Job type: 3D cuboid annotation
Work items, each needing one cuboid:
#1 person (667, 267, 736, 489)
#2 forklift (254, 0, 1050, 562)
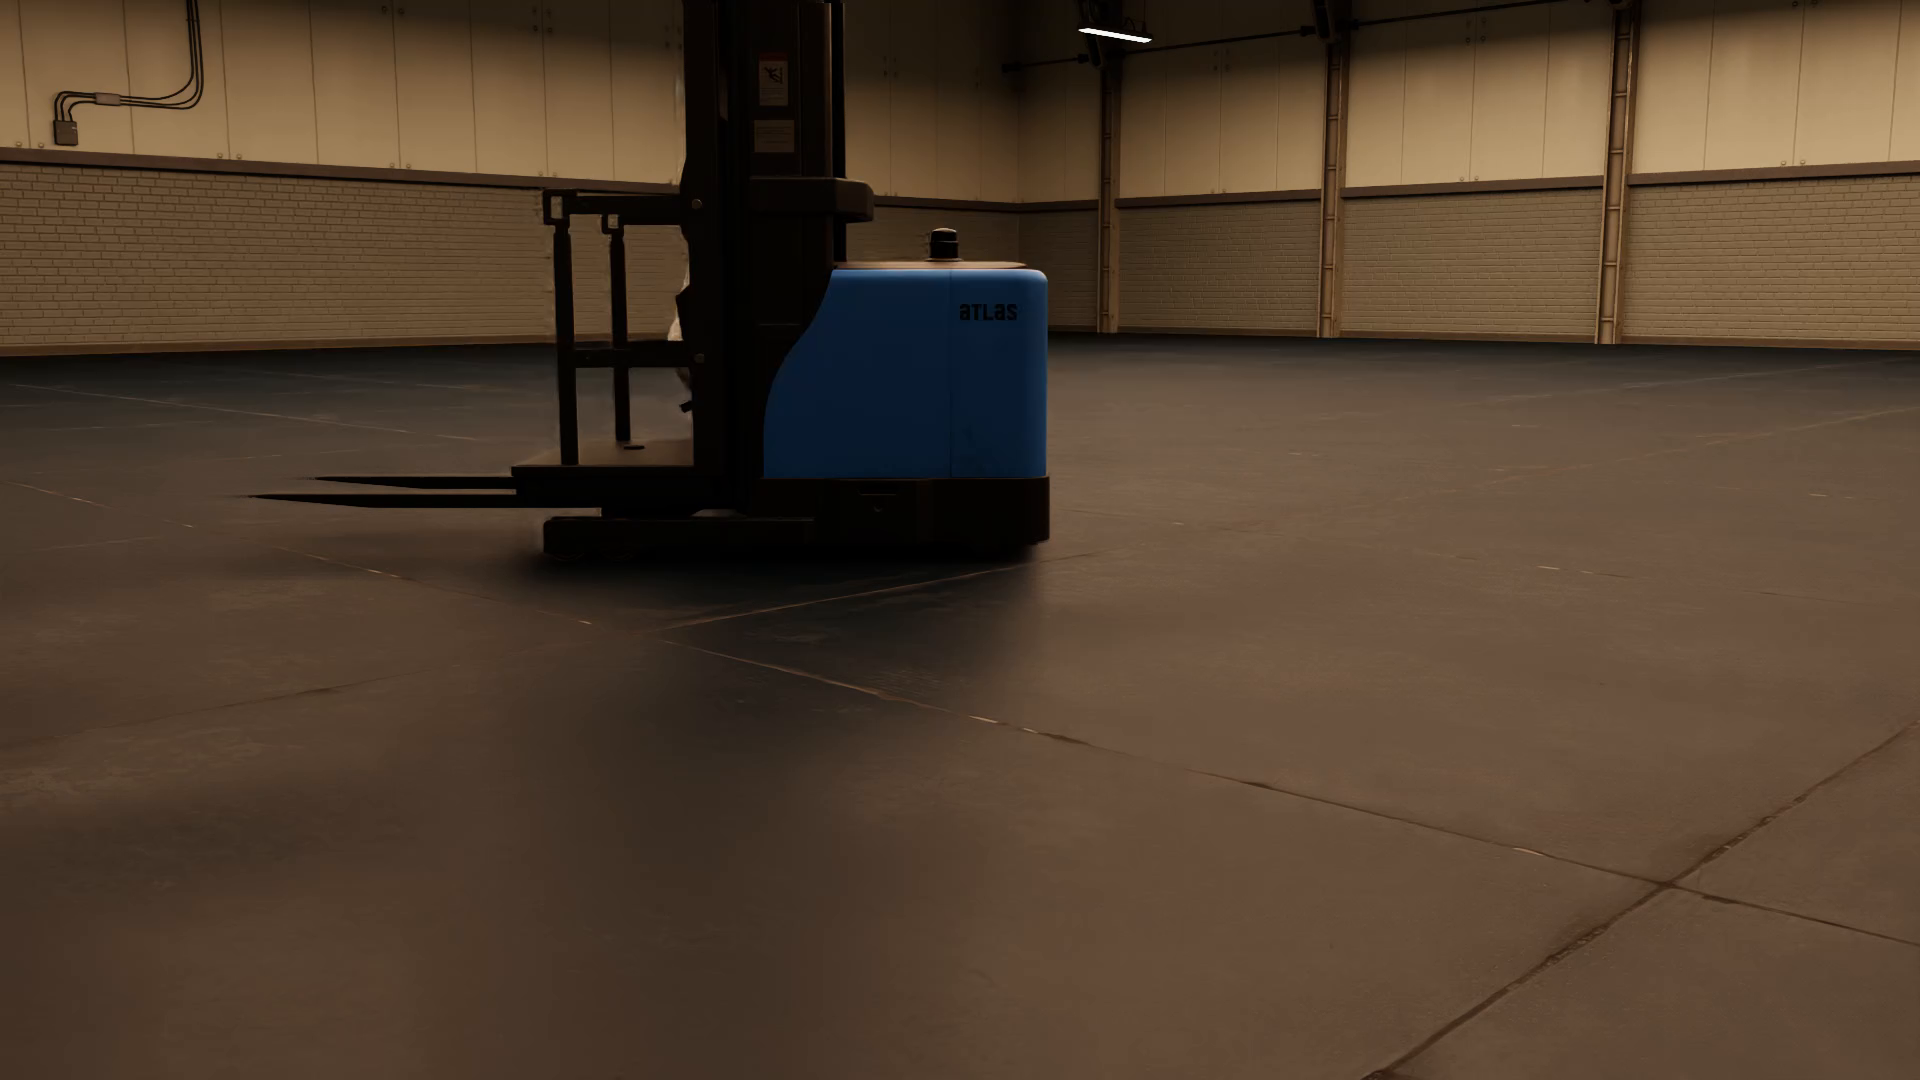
[{"bbox_3d":[-0.939,-0.886,7.613,0.797,1.483,1.583,0,9,-2],"label":"person"},{"bbox_3d":[-1.179,-1.446,6.480,3.031,2.935,1.130,0,9,0],"label":"forklift"}]
